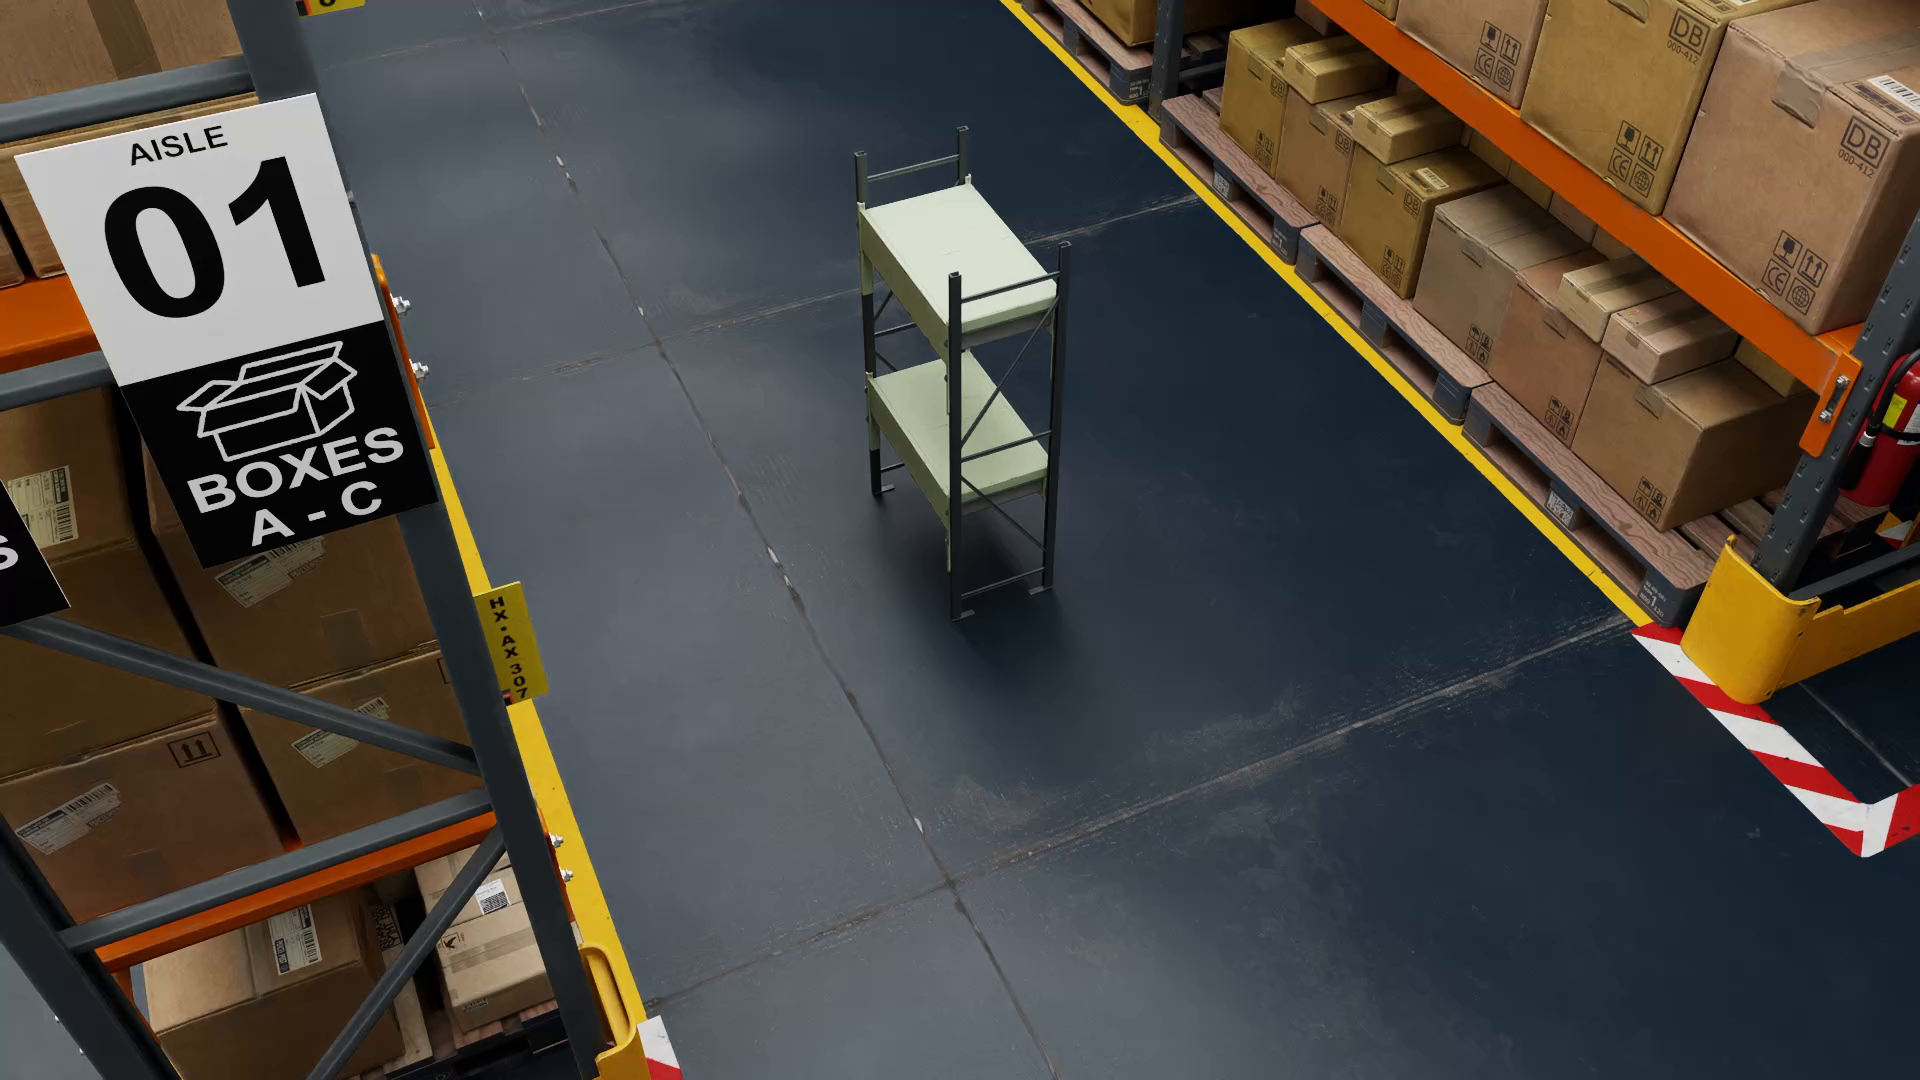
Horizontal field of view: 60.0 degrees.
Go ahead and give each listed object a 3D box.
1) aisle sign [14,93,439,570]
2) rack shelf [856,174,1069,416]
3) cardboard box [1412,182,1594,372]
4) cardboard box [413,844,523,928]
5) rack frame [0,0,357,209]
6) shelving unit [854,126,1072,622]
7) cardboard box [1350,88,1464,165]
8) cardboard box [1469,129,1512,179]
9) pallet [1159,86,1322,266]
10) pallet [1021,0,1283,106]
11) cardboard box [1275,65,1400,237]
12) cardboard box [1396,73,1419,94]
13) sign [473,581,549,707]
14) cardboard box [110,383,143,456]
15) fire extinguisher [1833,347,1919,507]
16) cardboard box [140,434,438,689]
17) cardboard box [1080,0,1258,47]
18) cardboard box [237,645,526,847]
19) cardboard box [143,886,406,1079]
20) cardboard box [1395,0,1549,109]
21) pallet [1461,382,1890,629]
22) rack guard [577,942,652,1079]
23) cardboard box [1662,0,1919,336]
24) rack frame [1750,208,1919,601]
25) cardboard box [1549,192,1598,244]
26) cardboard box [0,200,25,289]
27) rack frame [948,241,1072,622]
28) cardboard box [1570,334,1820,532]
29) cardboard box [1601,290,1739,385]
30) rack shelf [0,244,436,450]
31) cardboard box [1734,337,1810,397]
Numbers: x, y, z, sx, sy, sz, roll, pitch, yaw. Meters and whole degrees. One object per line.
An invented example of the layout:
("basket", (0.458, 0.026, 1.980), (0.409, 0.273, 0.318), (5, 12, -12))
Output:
("aisle sign", (-1.085, -0.290, 2.557), (0.394, 0.787, 0.004), (-18, 47, -17))
("rack shelf", (-0.003, -0.816, 5.453), (0.431, 0.370, 0.720), (-18, 47, -17))
("cardboard box", (2.305, -1.102, 6.712), (0.700, 0.500, 0.500), (-19, 48, -19))
("cardboard box", (-1.350, 1.003, 4.802), (0.380, 0.166, 0.250), (-18, 47, -17))
("rack frame", (-1.380, -1.457, 1.319), (1.000, 3.000, 0.127), (-18, 47, -17))
("shelving unit", (-0.003, -0.538, 5.728), (0.431, 1.500, 0.755), (-18, 47, -17))
("cardboard box", (1.850, -1.715, 6.871), (0.380, 0.149, 0.250), (-19, 48, -19))
("cardboard box", (2.321, -1.642, 6.797), (0.380, 0.149, 0.250), (-19, 48, -18))
("pallet", (1.679, -1.835, 7.960), (1.003, 0.211, 1.213), (-18, 47, -17))
("pallet", (1.038, -2.813, 8.950), (1.003, 0.211, 1.213), (-18, 47, -17))
("cardboard box", (1.860, -1.767, 7.386), (0.700, 0.500, 0.500), (-18, 48, -18))
("cardboard box", (2.106, -1.968, 7.127), (0.380, 0.149, 0.250), (-19, 48, -19))
("sign", (-0.888, 0.210, 3.285), (0.100, 0.325, 0.005), (-18, 47, -17))
("cardboard box", (-2.030, -0.237, 3.571), (0.500, 0.500, 0.500), (-17, 47, -16))
("fire extinguisher", (2.757, -0.394, 4.834), (0.296, 0.674, 0.183), (-18, 47, -17))
("cardboard box", (-1.328, -0.073, 3.406), (0.500, 0.500, 0.500), (-17, 47, -16))
("cardboard box", (1.039, -3.096, 8.483), (0.750, 0.750, 0.750), (-18, 47, -17))
("cardboard box", (-1.328, 0.282, 3.757), (0.500, 0.500, 0.500), (-17, 47, -17))
("cardboard box", (-1.832, 1.138, 4.427), (0.500, 0.500, 0.500), (-18, 47, -17))
("cardboard box", (2.261, -2.164, 6.094), (0.980, 0.700, 0.700), (-20, 48, -19))
("pallet", (2.705, -0.280, 6.384), (1.003, 0.211, 1.213), (-18, 47, -17))
("rack guard", (-1.412, 1.520, 4.354), (1.175, 0.500, 0.348), (-18, 47, -17))
("cardboard box", (2.889, -1.215, 5.133), (0.980, 0.700, 0.700), (-16, 47, -16))
("rack frame", (3.113, -0.787, 4.912), (1.000, 3.000, 0.127), (-18, 47, -17))
("cardboard box", (2.535, -1.317, 6.468), (0.380, 0.149, 0.250), (-17, 47, -17))
("cardboard box", (-1.836, -0.585, 2.679), (0.500, 0.250, 0.500), (-18, 47, -17))
("rack frame", (0.151, -0.305, 5.491), (0.400, 1.500, 0.023), (-18, 47, -17))
("cardboard box", (2.727, -0.463, 6.064), (0.700, 0.500, 0.500), (-18, 47, -17))
("cardboard box", (2.508, -0.722, 5.865), (0.380, 0.149, 0.250), (-19, 48, -18))
("rack shelf", (-2.221, -1.407, 3.917), (1.077, 0.370, 4.000), (-18, 47, -17))
("cardboard box", (2.962, -0.673, 5.815), (0.380, 0.149, 0.250), (-18, 47, -17))
